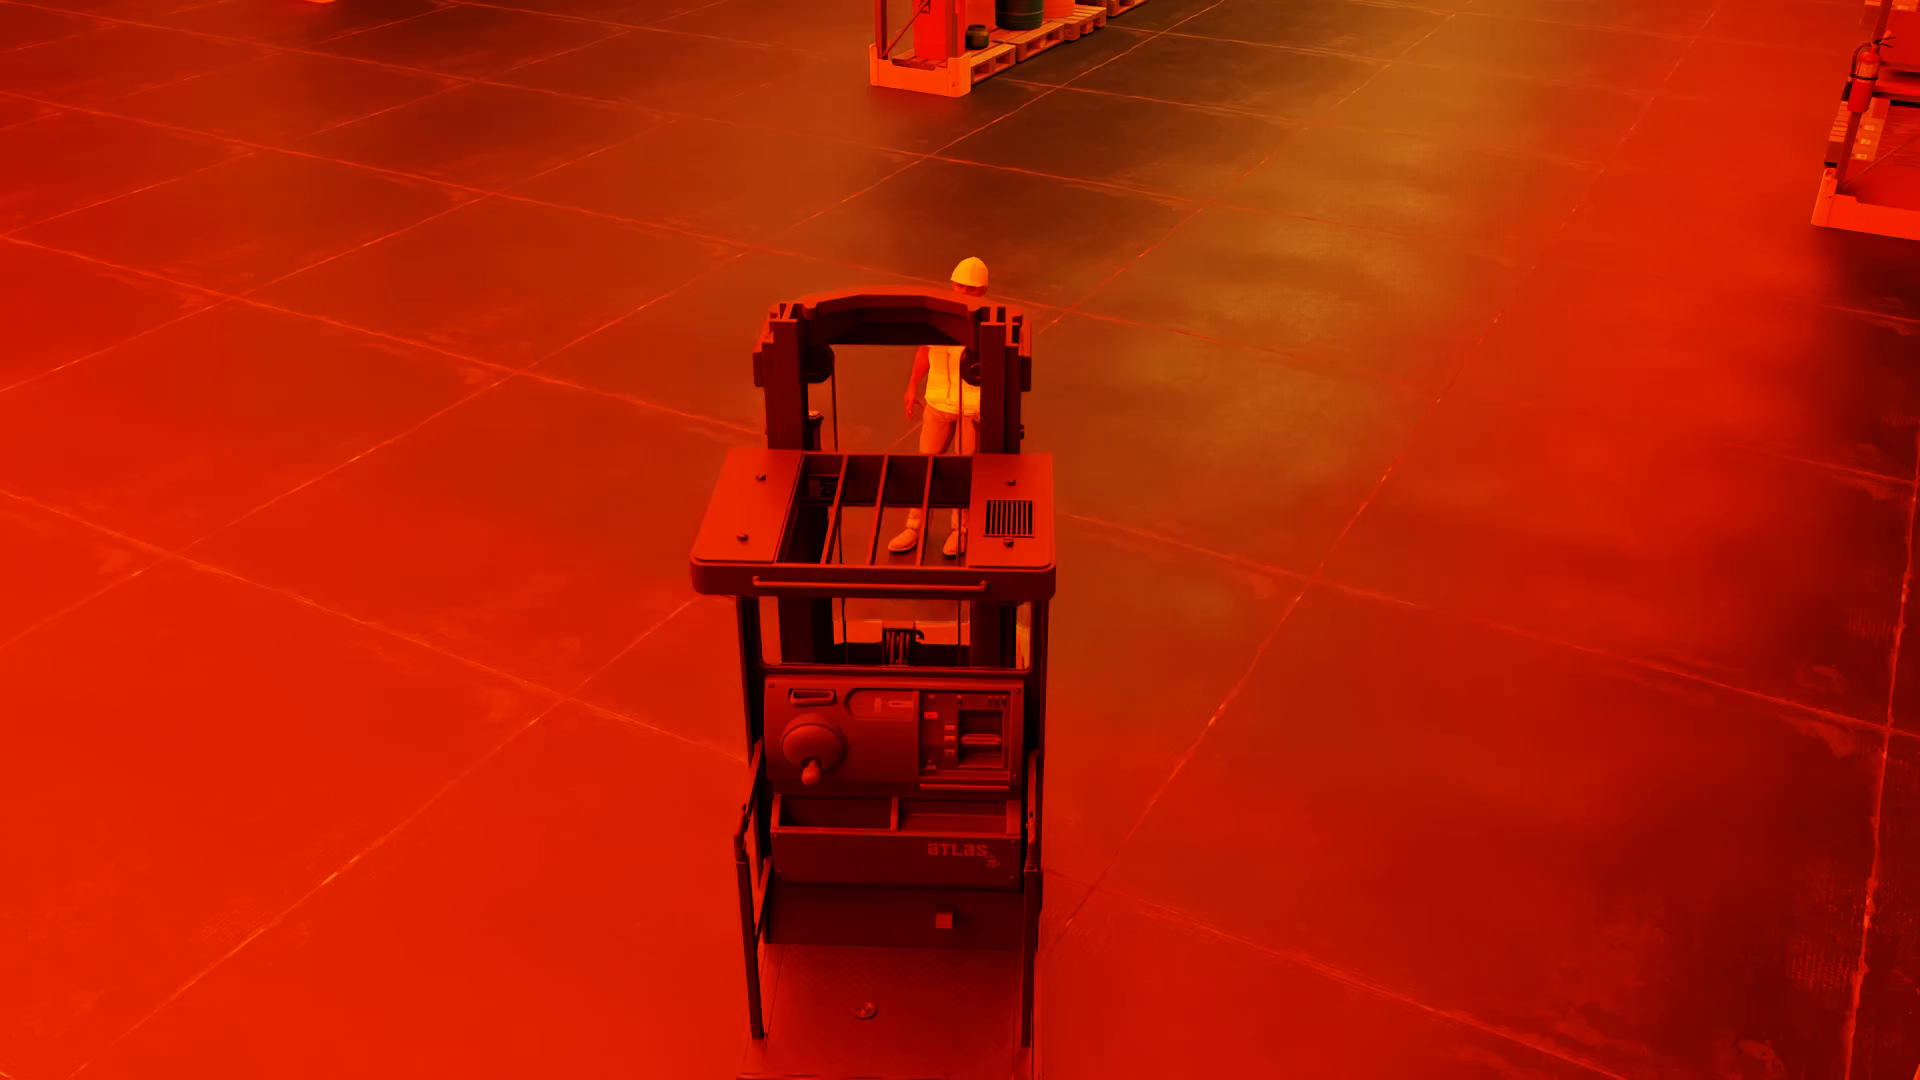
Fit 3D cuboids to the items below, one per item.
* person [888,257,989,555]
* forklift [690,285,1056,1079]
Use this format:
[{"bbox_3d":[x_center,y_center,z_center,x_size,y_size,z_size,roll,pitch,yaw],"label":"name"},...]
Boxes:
[{"bbox_3d":[-0.039,-0.743,9.508,0.665,1.765,0.577,15,33,25],"label":"person"},{"bbox_3d":[-0.243,0.739,5.790,1.130,2.935,3.031,1,30,2],"label":"forklift"}]
